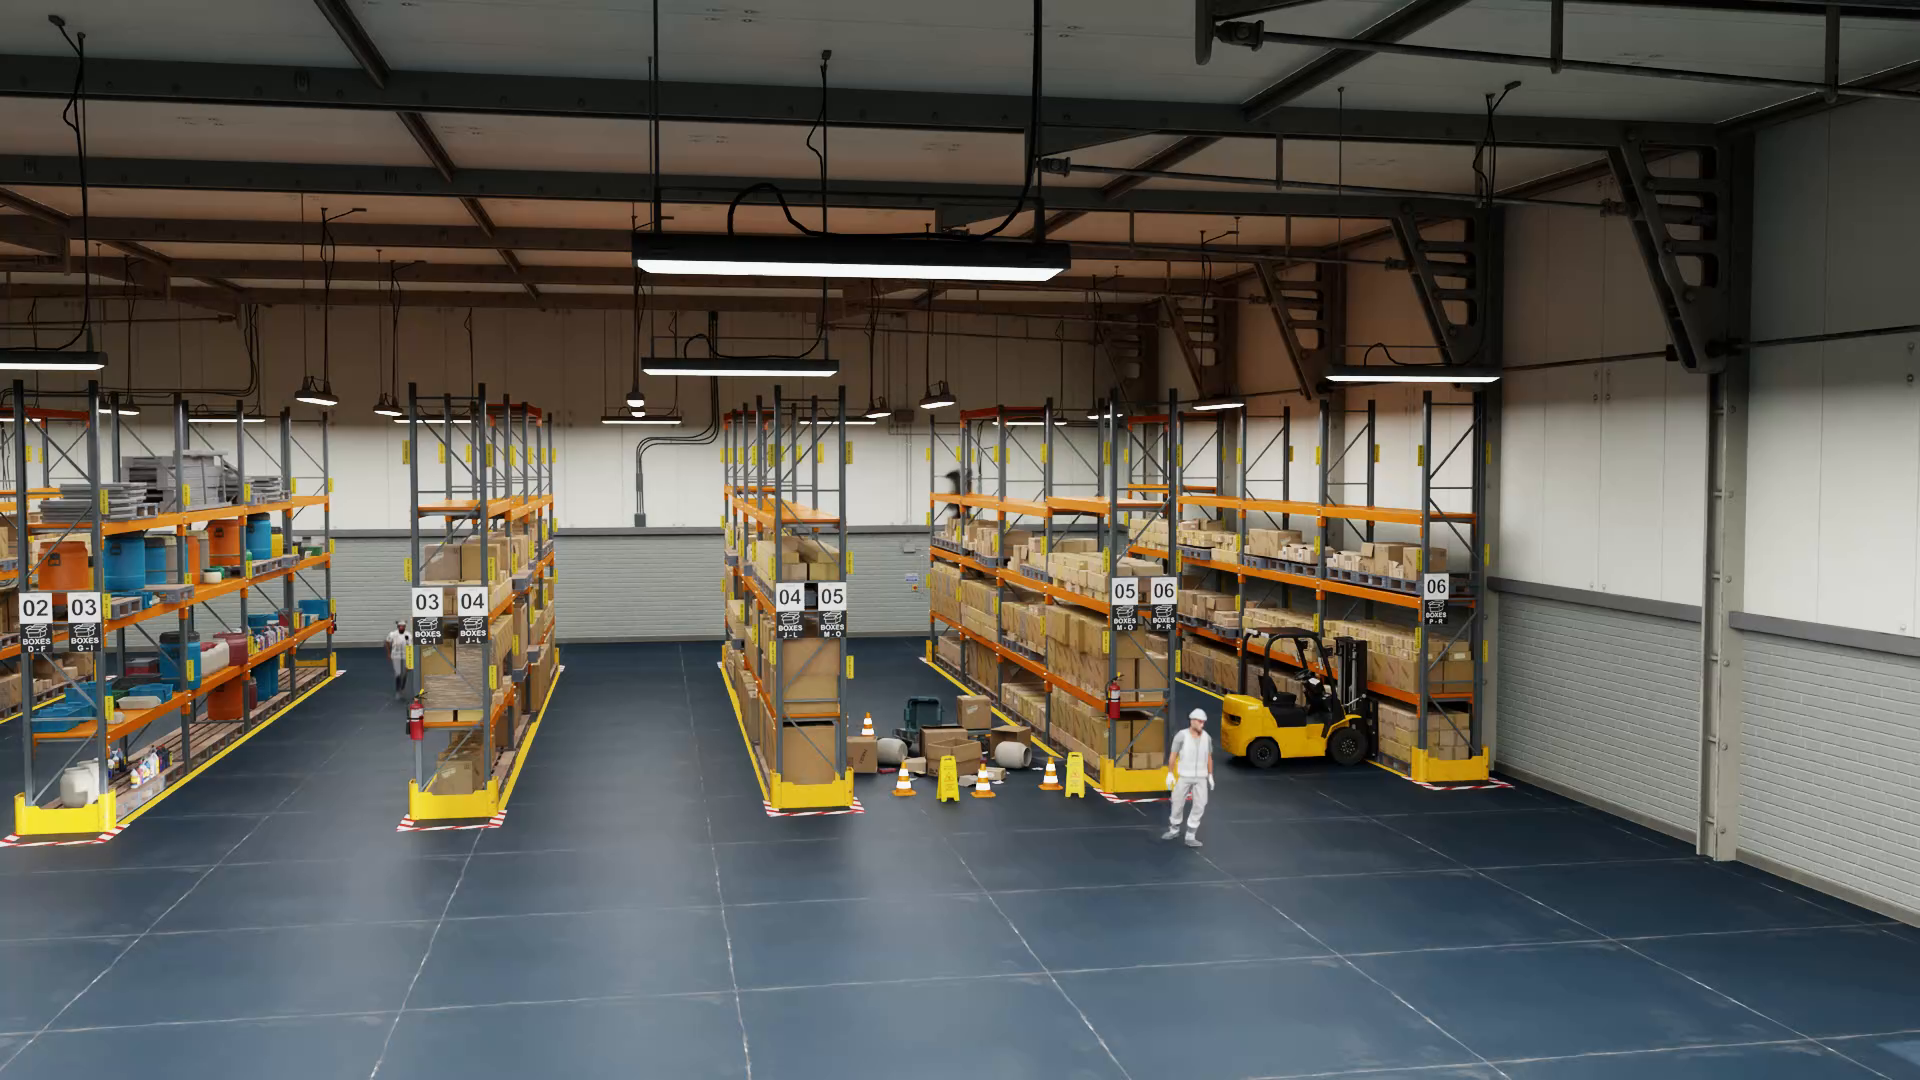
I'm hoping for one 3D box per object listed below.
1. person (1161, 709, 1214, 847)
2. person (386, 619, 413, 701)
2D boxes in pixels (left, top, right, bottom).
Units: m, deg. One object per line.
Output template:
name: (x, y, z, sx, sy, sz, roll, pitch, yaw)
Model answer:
person: (2.919, 3.035, 21.323, 0.655, 1.767, 0.488, -1, 3, -12)
person: (-11.488, 2.453, 34.142, 0.517, 1.705, 0.819, -2, 3, -28)
